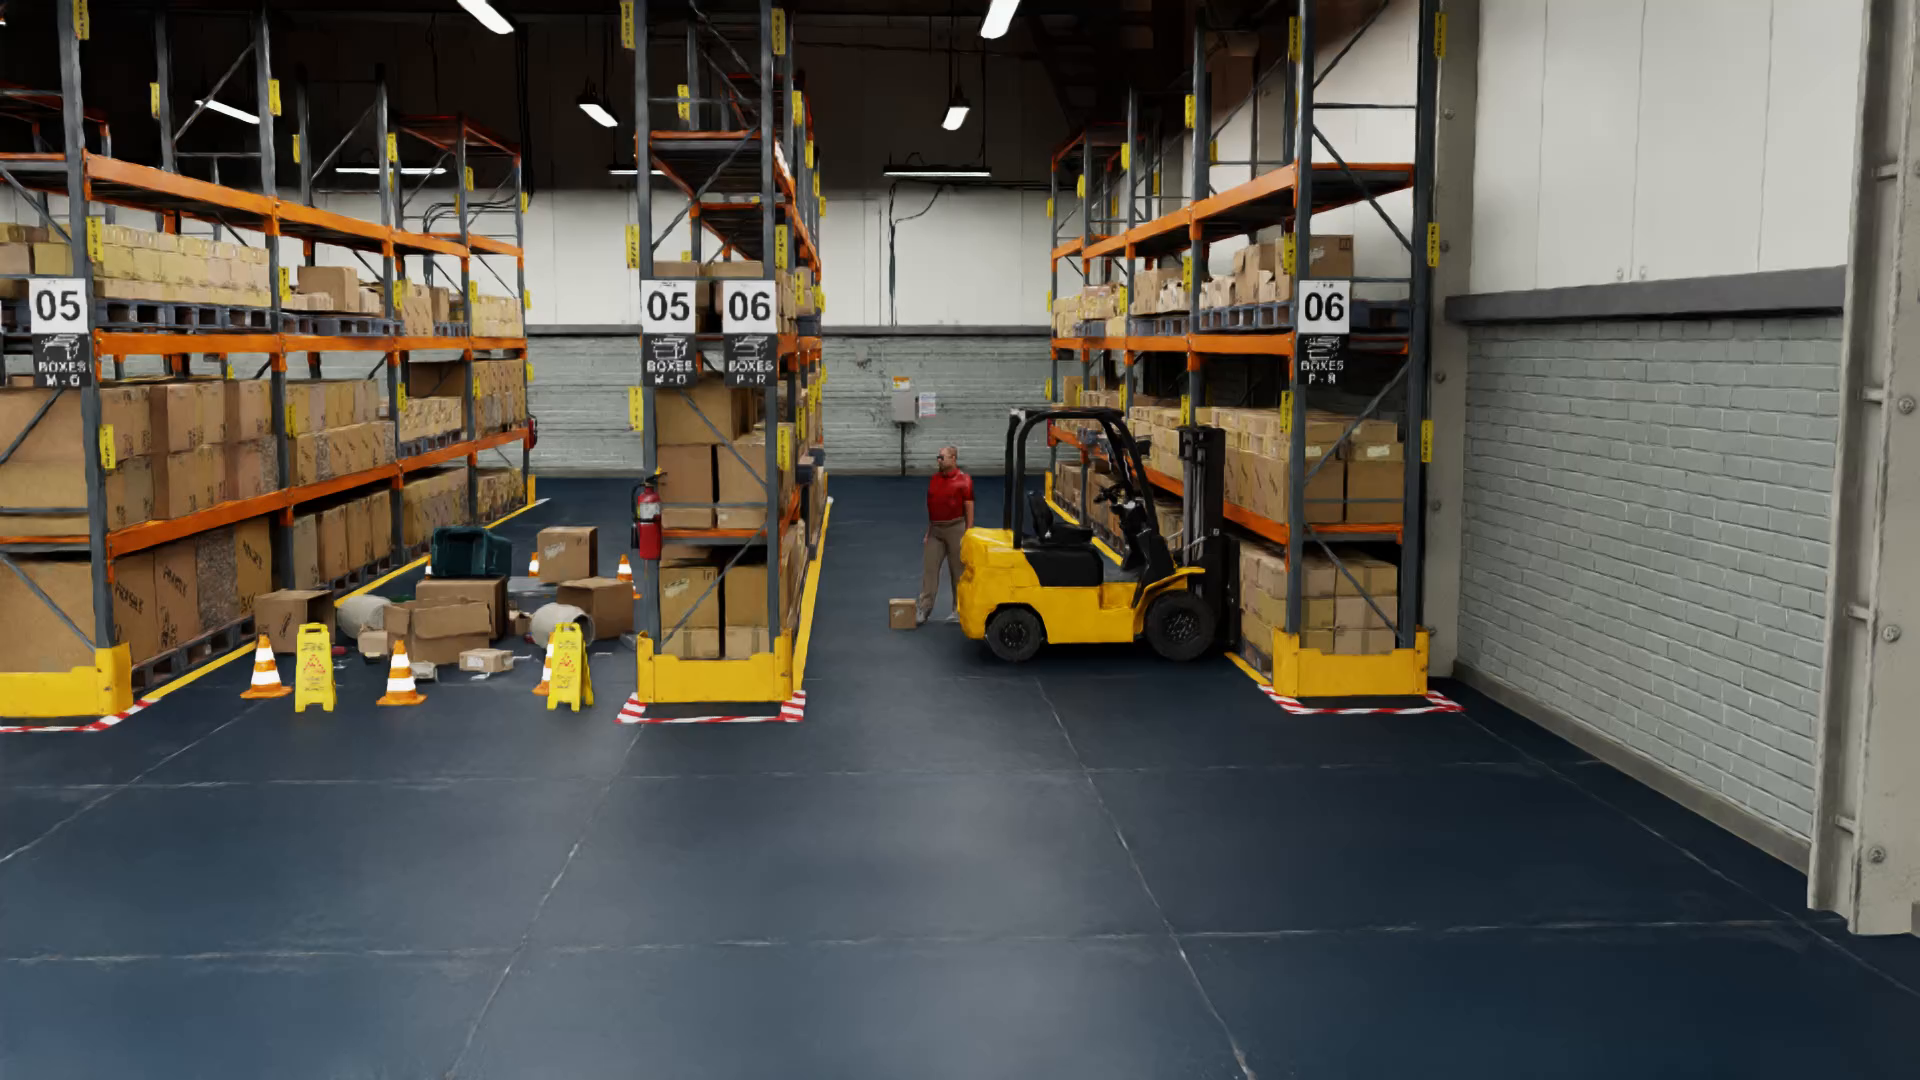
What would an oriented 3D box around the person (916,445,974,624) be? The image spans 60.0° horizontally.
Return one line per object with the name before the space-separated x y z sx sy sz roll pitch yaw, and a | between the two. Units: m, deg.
person | -0.173 -0.049 16.170 0.543 1.736 0.568 6 9 39
